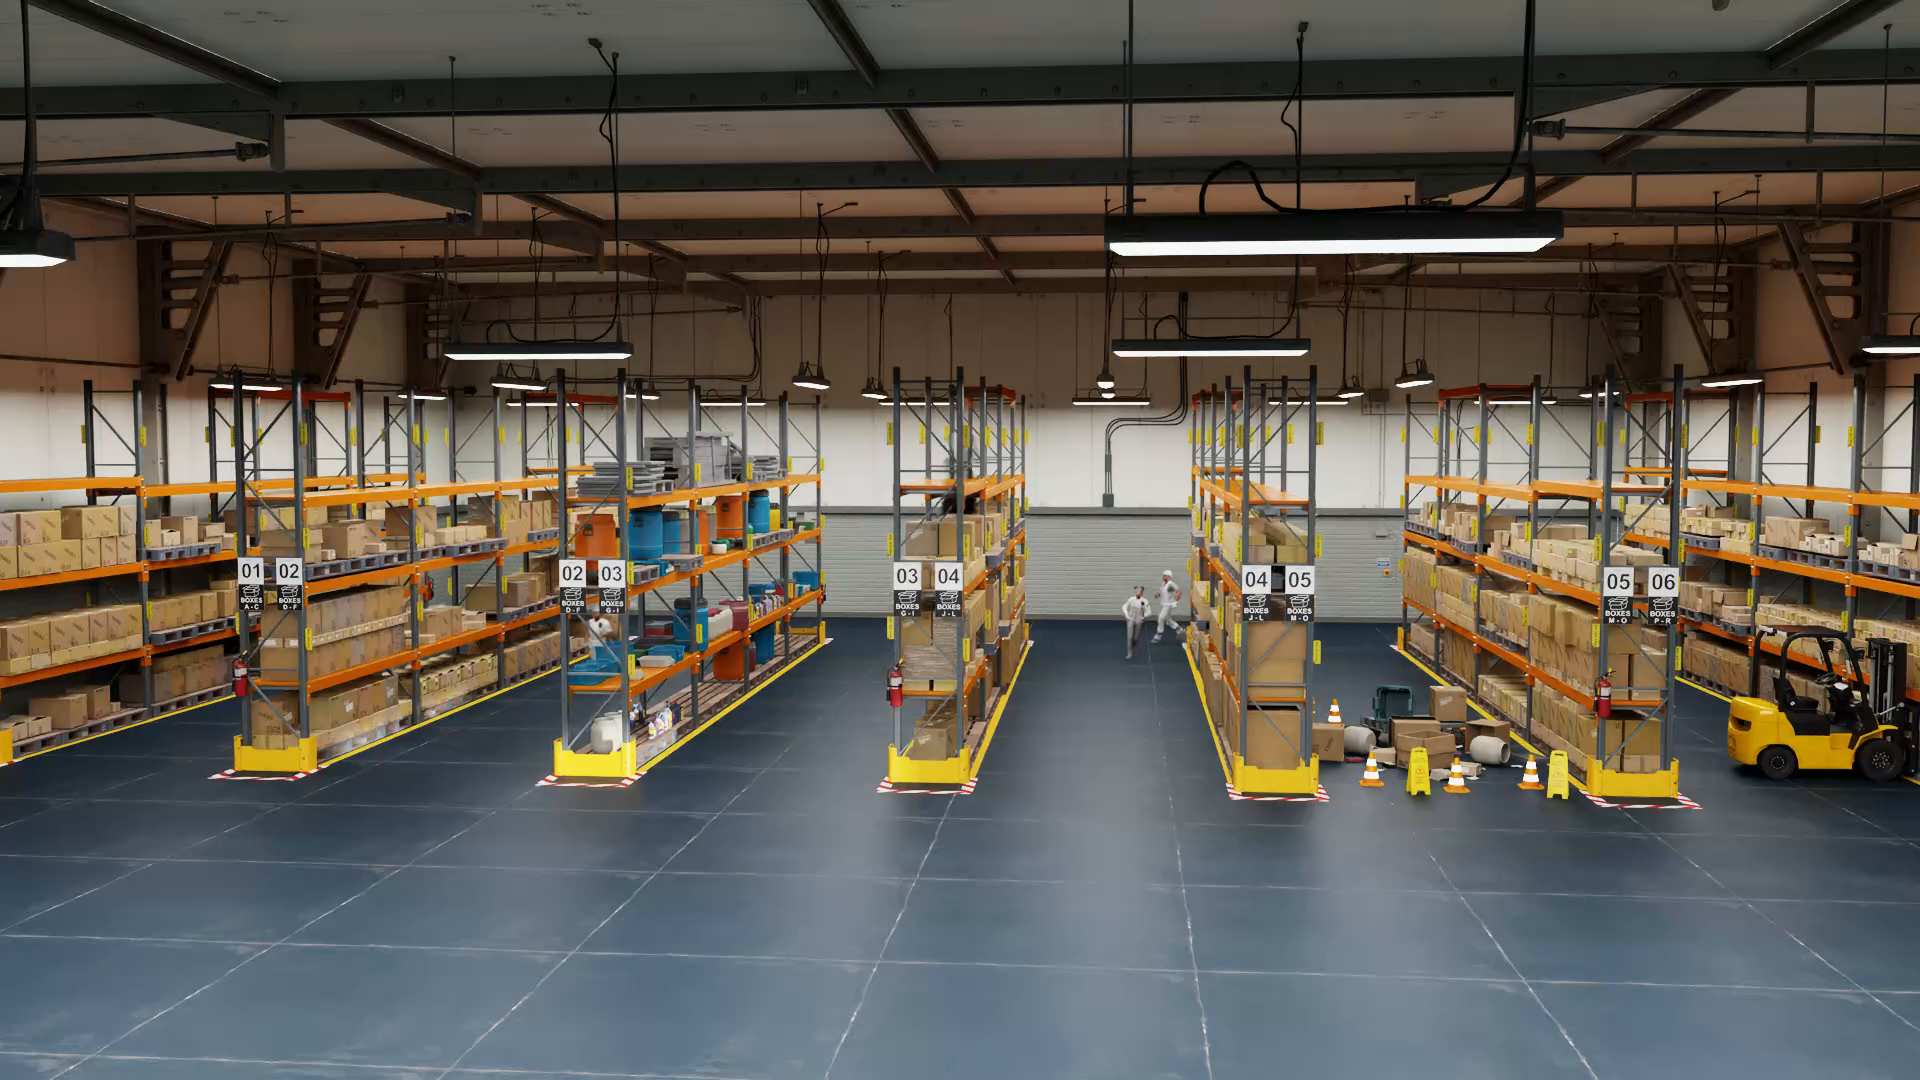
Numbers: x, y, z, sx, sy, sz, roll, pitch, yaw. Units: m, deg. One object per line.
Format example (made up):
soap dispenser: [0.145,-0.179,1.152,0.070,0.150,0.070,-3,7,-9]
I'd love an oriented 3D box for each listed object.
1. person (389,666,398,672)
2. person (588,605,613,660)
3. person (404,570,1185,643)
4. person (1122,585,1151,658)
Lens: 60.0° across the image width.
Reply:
person: [-11.138,2.082,32.659,0.644,1.846,0.866,0,4,6]
person: [-7.076,2.150,32.602,0.526,1.766,0.742,0,4,0]
person: [-3.010,1.846,36.455,18.567,1.776,3.866,-1,4,-15]
person: [4.014,1.846,37.818,0.657,1.658,0.633,1,4,10]
